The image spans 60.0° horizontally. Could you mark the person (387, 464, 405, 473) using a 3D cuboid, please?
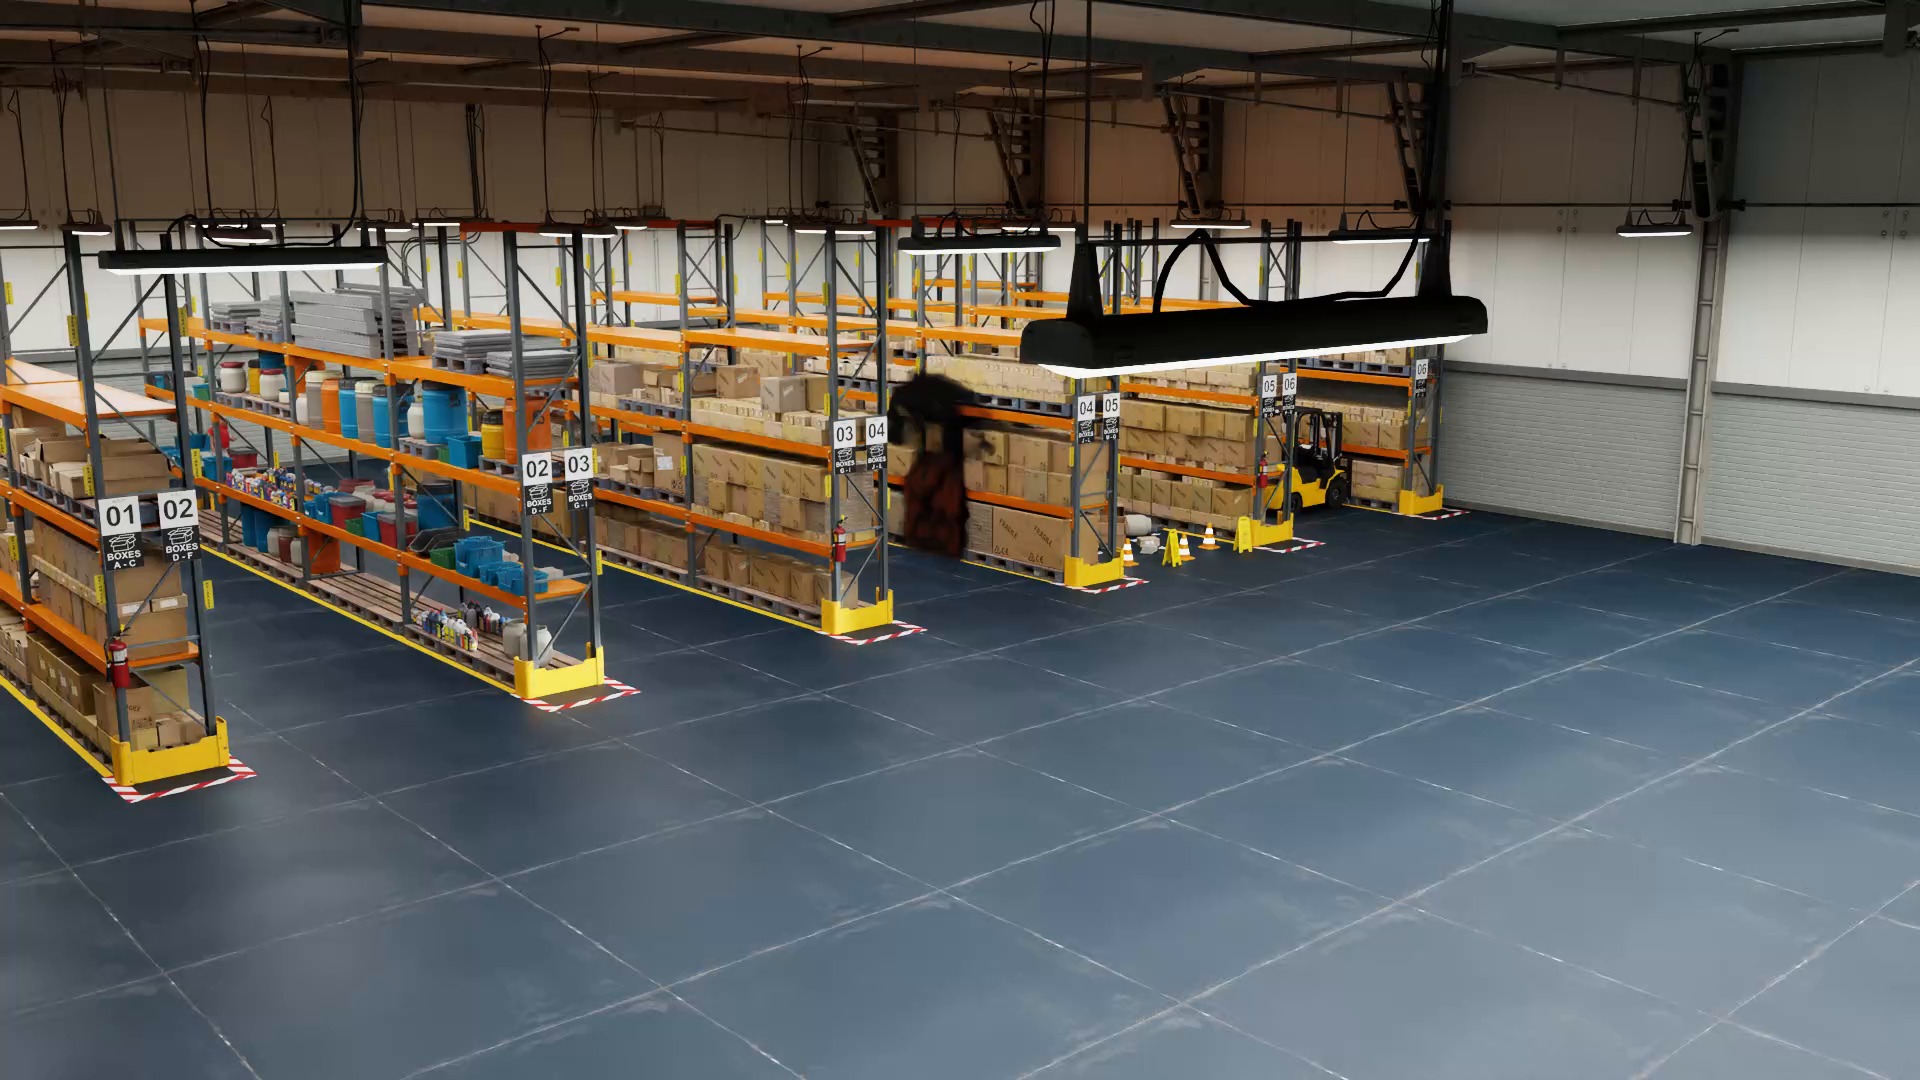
[{"bbox_3d":[-12.701,-2.085,37.881,0.730,1.748,0.751,-7,13,-31],"label":"person"}]

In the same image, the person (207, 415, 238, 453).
[{"bbox_3d":[-16.491,-1.908,37.026,0.968,1.775,0.687,-3,12,-13],"label":"person"}]

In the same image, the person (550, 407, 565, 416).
[{"bbox_3d":[-9.674,-2.470,39.758,0.774,1.718,0.582,6,13,27],"label":"person"}]
